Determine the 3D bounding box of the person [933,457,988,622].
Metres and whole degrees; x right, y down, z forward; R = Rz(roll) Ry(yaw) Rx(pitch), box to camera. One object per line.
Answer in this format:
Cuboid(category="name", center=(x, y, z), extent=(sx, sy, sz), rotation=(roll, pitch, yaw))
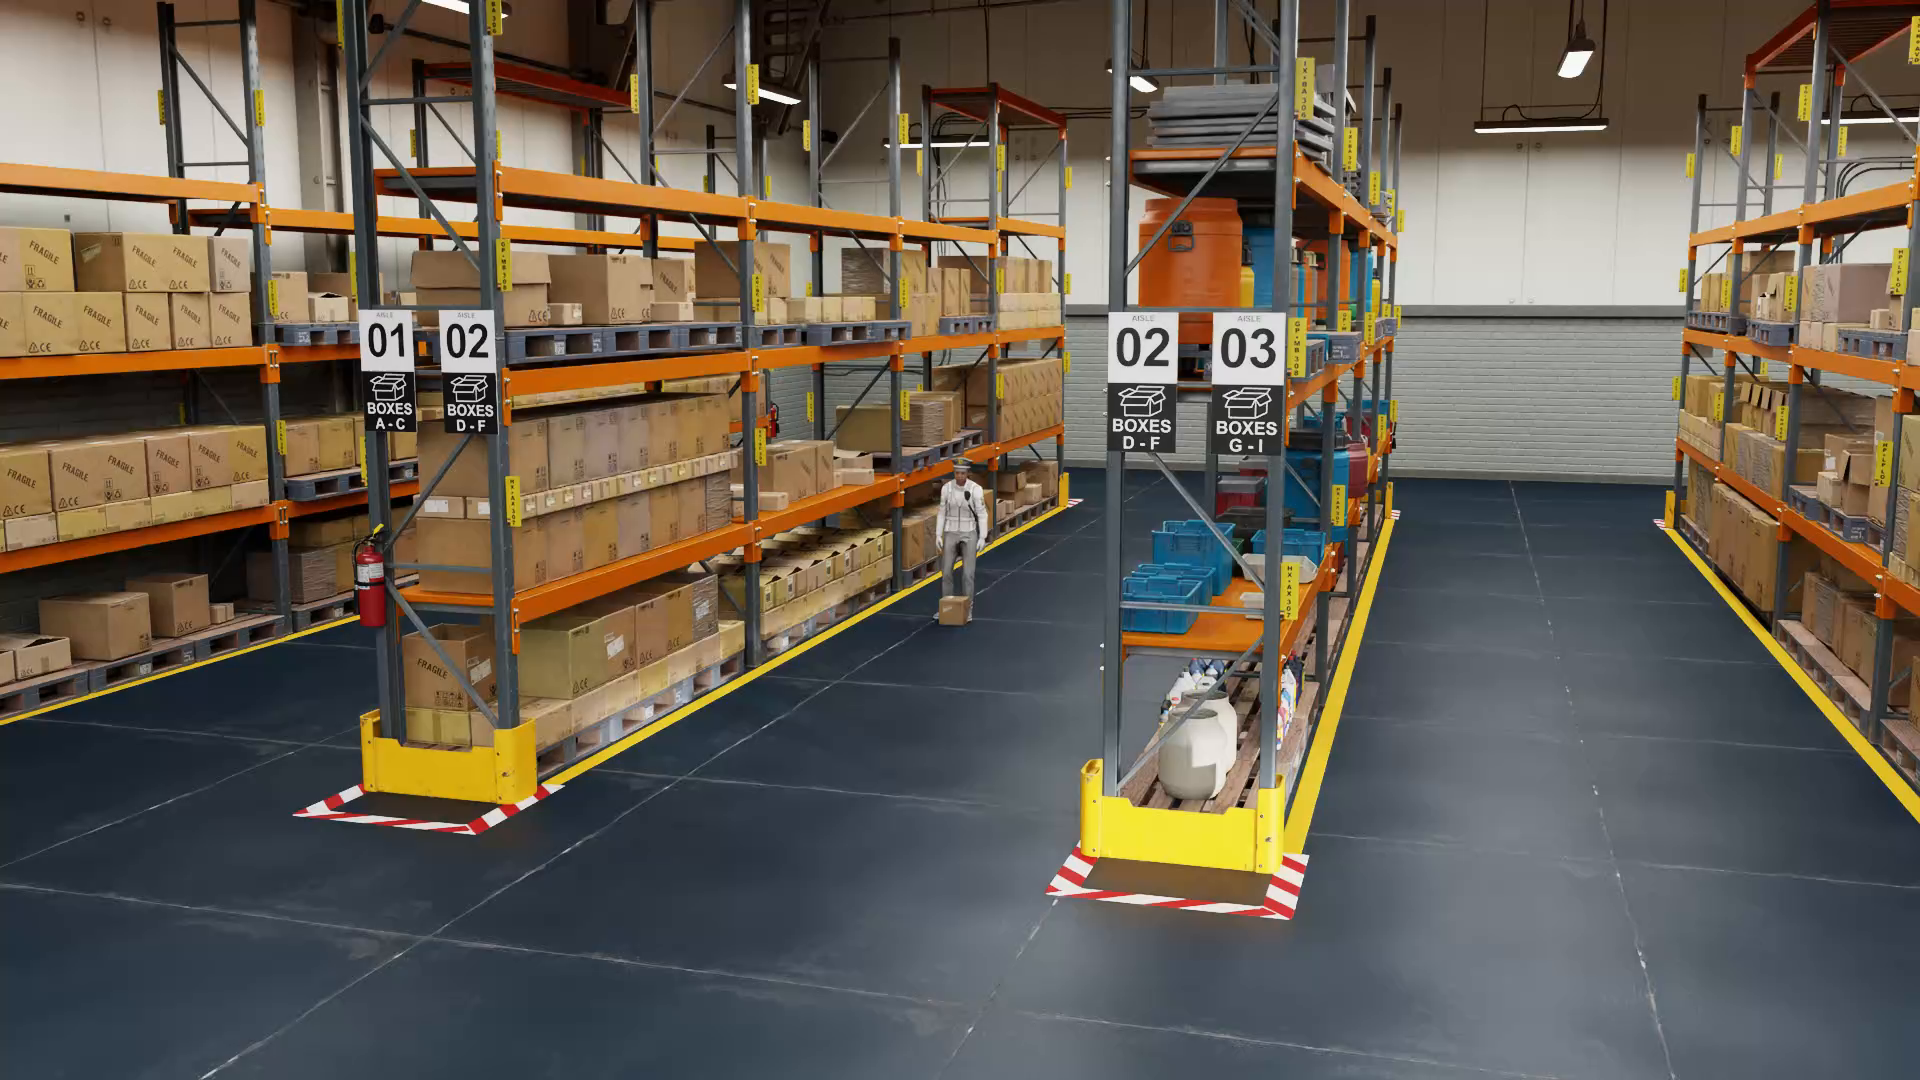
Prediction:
Cuboid(category="person", center=(0.006, -0.017, 16.928), extent=(0.547, 1.666, 0.410), rotation=(2, 9, 13))
